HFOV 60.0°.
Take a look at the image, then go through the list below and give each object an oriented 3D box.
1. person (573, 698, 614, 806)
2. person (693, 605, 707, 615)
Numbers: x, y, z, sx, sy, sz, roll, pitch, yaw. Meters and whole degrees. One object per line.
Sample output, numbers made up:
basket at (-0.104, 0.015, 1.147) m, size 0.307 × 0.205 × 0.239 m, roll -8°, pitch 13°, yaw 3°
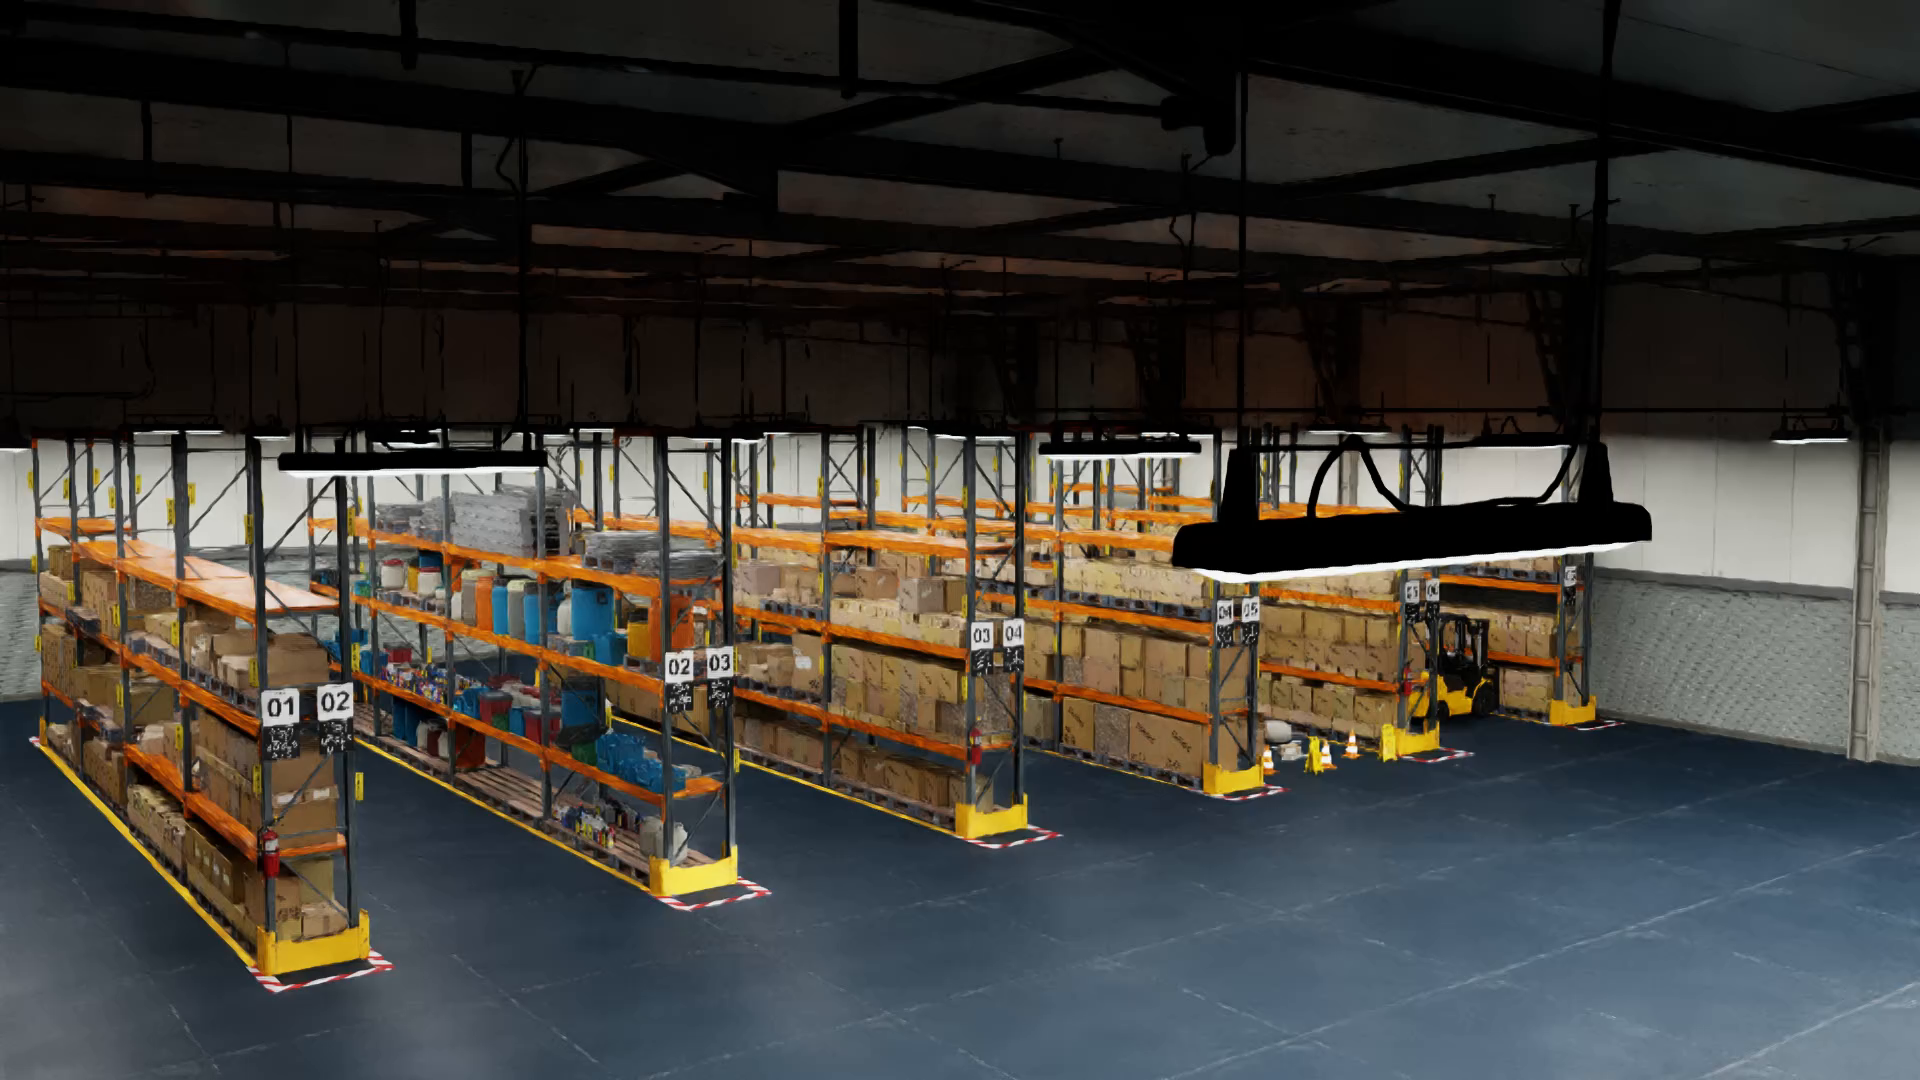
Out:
person at (-5.842, 3.383, 26.554) m, size 0.685 × 1.744 × 0.675 m, roll 1°, pitch 5°, yaw 18°
person at (-7.025, 1.980, 44.613) m, size 0.574 × 1.722 × 0.956 m, roll -1°, pitch 5°, yaw -15°
